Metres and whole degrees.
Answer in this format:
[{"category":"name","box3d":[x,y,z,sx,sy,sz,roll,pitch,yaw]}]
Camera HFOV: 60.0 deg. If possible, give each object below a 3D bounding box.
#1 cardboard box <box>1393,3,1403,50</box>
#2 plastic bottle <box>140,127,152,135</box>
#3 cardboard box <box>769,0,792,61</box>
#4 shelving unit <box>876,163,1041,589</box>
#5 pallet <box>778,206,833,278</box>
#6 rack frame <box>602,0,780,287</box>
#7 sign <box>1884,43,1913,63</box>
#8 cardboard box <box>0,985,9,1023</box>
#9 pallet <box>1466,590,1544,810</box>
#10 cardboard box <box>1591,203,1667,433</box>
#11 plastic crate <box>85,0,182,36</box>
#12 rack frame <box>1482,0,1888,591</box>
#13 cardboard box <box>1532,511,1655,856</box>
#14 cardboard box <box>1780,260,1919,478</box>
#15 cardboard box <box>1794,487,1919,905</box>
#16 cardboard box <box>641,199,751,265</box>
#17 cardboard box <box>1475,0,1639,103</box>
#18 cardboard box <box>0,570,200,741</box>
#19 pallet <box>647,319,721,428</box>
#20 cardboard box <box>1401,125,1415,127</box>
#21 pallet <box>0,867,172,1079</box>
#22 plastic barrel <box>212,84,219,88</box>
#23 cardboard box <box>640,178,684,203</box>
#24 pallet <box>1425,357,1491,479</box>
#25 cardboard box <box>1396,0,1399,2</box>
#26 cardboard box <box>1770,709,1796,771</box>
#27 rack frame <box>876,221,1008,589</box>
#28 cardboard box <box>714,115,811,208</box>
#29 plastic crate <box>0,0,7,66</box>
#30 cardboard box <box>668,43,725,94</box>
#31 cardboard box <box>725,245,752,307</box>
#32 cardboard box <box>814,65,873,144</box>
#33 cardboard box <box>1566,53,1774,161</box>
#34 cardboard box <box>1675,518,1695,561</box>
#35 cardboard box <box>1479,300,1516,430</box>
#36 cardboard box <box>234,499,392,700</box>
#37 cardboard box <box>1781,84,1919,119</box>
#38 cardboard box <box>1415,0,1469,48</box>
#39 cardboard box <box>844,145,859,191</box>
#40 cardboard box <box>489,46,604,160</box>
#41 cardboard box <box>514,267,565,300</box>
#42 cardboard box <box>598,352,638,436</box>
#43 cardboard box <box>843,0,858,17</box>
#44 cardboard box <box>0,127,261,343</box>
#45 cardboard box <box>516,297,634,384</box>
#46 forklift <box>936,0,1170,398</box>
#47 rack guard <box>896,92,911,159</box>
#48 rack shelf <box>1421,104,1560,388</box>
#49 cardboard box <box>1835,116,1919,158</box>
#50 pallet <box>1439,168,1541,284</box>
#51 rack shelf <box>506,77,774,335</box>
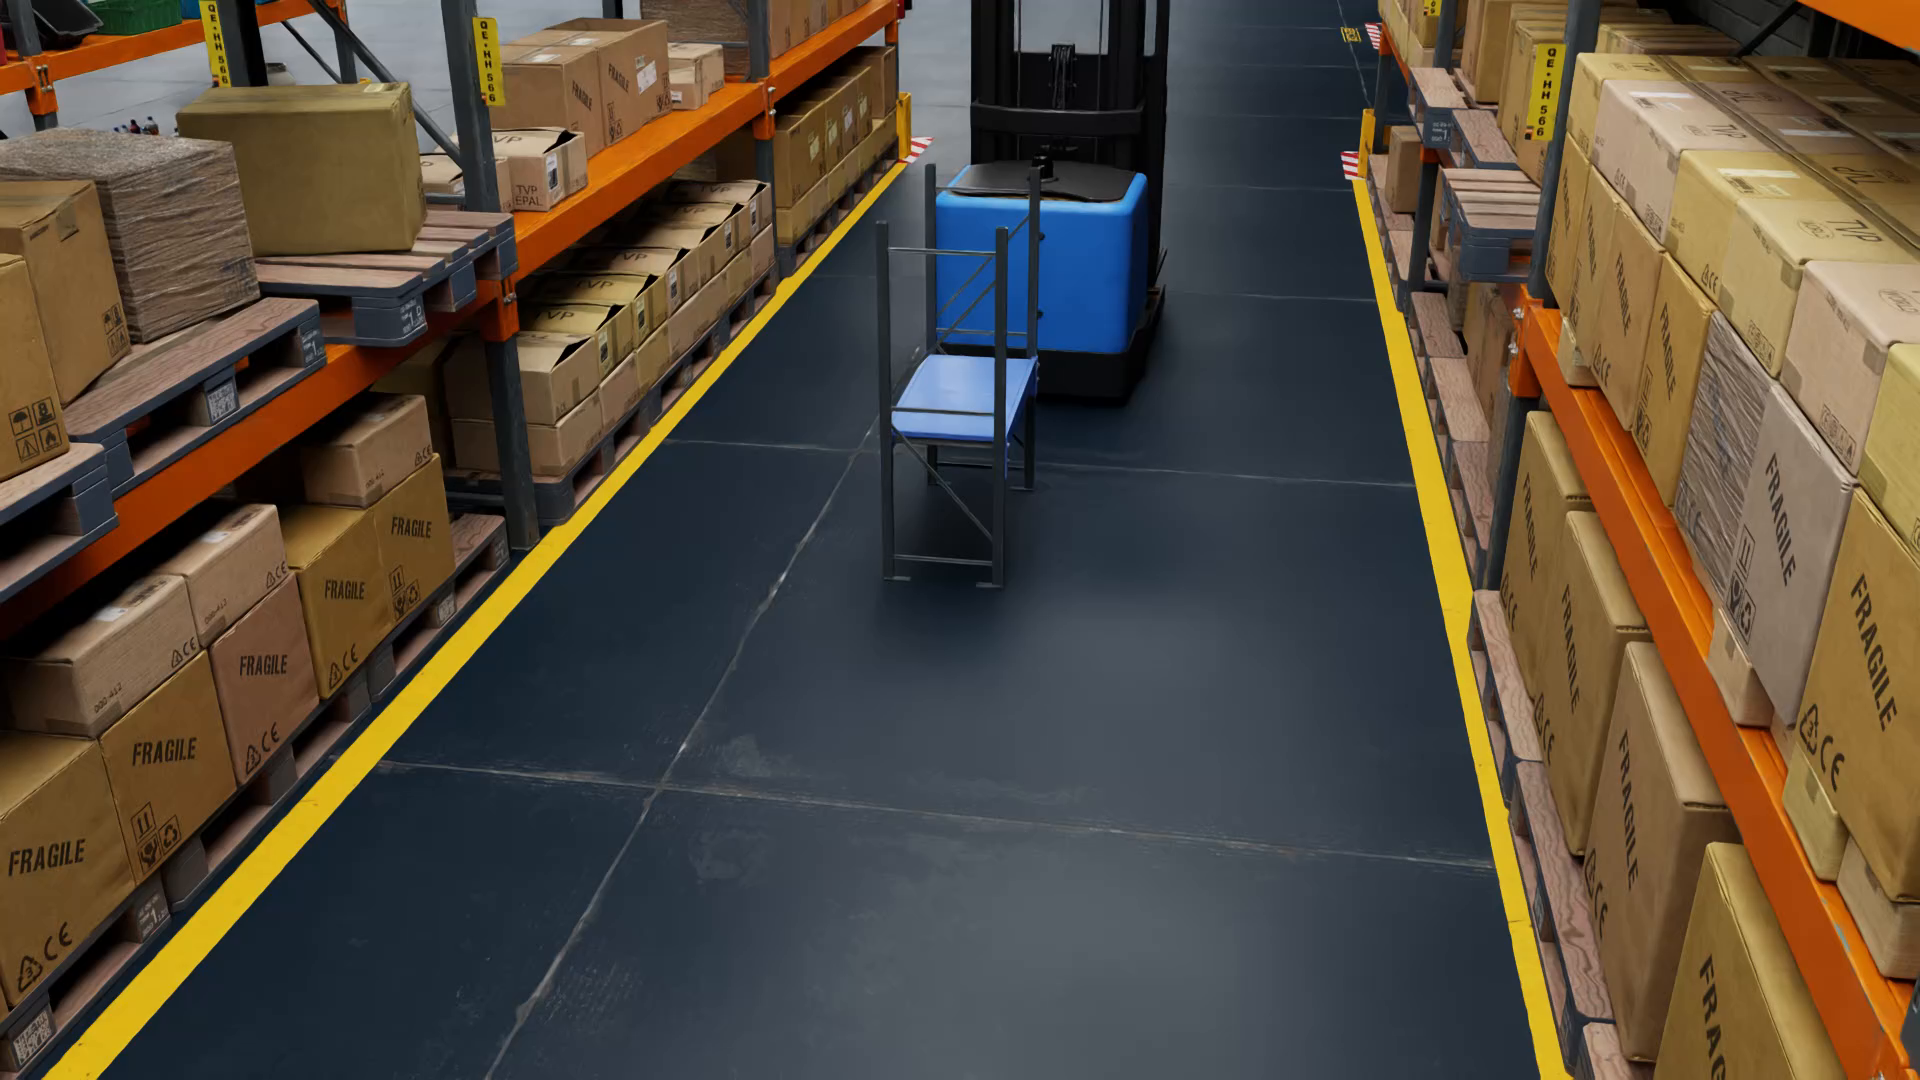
[{"category":"cardboard box","box3d":[3.228,-3.483,11.306,0.500,0.250,0.500,4,25,9]},{"category":"plastic bottle","box3d":[-6.529,-3.204,13.339,0.097,0.201,0.097,0,25,0]},{"category":"cardboard box","box3d":[-1.529,-3.487,11.044,0.700,0.500,0.500,4,25,8]},{"category":"shelving unit","box3d":[0.014,-0.715,7.008,0.538,1.500,1.048,4,25,9]},{"category":"pallet","box3d":[-1.504,-2.102,11.491,1.003,0.211,1.213,4,25,9]},{"category":"rack frame","box3d":[-1.676,-3.035,10.195,1.000,3.000,0.127,4,25,9]},{"category":"sign","box3d":[3.107,-1.507,5.567,0.100,0.325,0.005,4,25,9]},{"category":"cardboard box","box3d":[-2.663,1.059,3.880,0.500,0.500,0.500,3,25,6]},{"category":"pallet","box3d":[2.355,0.567,5.789,1.003,0.211,1.213,4,25,9]},{"category":"cardboard box","box3d":[2.050,-0.598,4.497,0.500,0.500,0.500,4,25,8]},{"category":"plastic crate","box3d":[-6.061,-3.832,12.148,0.450,0.188,0.662,4,25,9]},{"category":"rack frame","box3d":[2.558,-1.020,5.891,1.000,3.000,0.127,4,25,9]},{"category":"cardboard box","box3d":[2.159,0.428,4.839,0.750,0.750,0.750,4,25,8]},{"category":"cardboard box","box3d":[1.822,-0.302,2.980,0.500,0.250,0.500,5,25,10]},{"category":"cardboard box","box3d":[1.732,0.253,2.678,0.500,0.500,0.500,4,25,8]},{"category":"cardboard box","box3d":[-1.538,-1.826,9.700,0.500,0.311,0.500,5,25,10]},{"category":"cardboard box","box3d":[2.997,-2.494,8.403,0.700,0.500,0.500,7,26,14]},{"category":"cardboard box","box3d":[-2.500,0.301,4.614,0.500,0.250,0.500,4,25,9]},{"category":"pallet","box3d":[-1.954,-0.949,9.029,1.003,0.211,1.213,4,25,9]},{"category":"cardboard box","box3d":[3.664,-3.064,12.911,0.500,0.311,0.500,1,25,3]},{"category":"pallet","box3d":[-2.887,1.231,4.371,1.003,0.211,1.213,4,25,9]},{"category":"plastic barrel","box3d":[-6.022,-3.626,13.897,0.421,0.512,0.421,0,25,0]},{"category":"cardboard box","box3d":[-1.989,-2.078,10.238,0.500,0.311,0.500,4,25,9]},{"category":"pallet","box3d":[2.889,-0.593,8.267,1.003,0.211,1.213,4,25,9]},{"category":"cardboard box","box3d":[3.310,-4.046,11.625,0.500,0.500,0.500,3,25,7]},{"category":"cardboard box","box3d":[1.785,0.384,3.164,0.380,0.149,0.250,5,26,10]},{"category":"rack frame","box3d":[-0.069,-0.502,6.554,0.500,1.500,0.032,4,25,9]},{"category":"cardboard box","box3d":[-1.291,-2.492,10.898,0.500,0.500,0.500,4,25,9]},{"category":"plastic crate","box3d":[-6.339,-3.185,10.440,0.402,0.464,0.583,4,25,9]},{"category":"cardboard box","box3d":[-1.713,-2.758,9.781,0.500,0.250,0.500,6,26,12]},{"category":"cardboard box","box3d":[-1.542,-1.575,9.824,0.500,0.250,0.500,4,25,8]},{"category":"cardboard box","box3d":[-0.965,-3.328,12.685,0.500,0.500,0.500,4,25,9]},{"category":"cardboard box","box3d":[2.225,-1.365,5.251,0.500,0.250,0.500,5,25,10]},{"category":"cardboard box","box3d":[1.986,-0.042,4.074,0.380,0.149,0.250,5,26,10]},{"category":"cardboard box","box3d":[2.877,-0.809,7.870,0.700,0.500,0.500,4,25,8]},{"category":"cardboard box","box3d":[-2.335,0.195,5.725,0.500,0.500,0.500,3,25,7]},{"category":"cardboard box","box3d":[2.652,-1.125,4.738,0.500,0.250,0.500,3,25,7]},{"category":"cardboard box","box3d":[2.984,-3.193,9.802,0.500,0.500,0.500,4,25,8]},{"category":"cardboard box","box3d":[-1.051,-2.780,12.398,0.500,0.250,0.500,4,25,9]},{"category":"cardboard box","box3d":[-2.071,-2.110,8.102,0.500,0.500,0.500,3,25,6]},{"category":"cardboard box","box3d":[-2.323,-1.226,8.417,0.500,0.311,0.500,4,25,8]},{"category":"cardboard box","box3d":[-1.873,-0.716,7.989,0.500,0.250,0.500,3,25,7]},{"category":"cardboard box","box3d":[-1.192,-4.339,12.863,0.700,0.500,0.500,5,25,10]},{"category":"cardboard box","box3d":[-2.659,-0.957,5.143,0.700,0.500,0.500,9,27,18]},{"category":"cardboard box","box3d":[-1.876,-0.980,7.891,0.500,0.311,0.500,3,25,7]},{"category":"forklift","box3d":[0.654,-2.669,9.494,1.130,2.935,3.031,5,26,11]},{"category":"rack guard","box3d":[-1.018,-3.586,14.321,1.175,0.500,0.348,4,25,9]},{"category":"rack shelf","box3d":[2.885,-1.531,7.831,1.077,0.370,4.000,4,25,9]},{"category":"cardboard box","box3d":[2.565,-0.911,4.280,0.500,0.250,0.500,3,25,7]},{"category":"pallet","box3d":[2.570,-1.239,6.584,1.213,0.211,1.003,4,25,9]},{"category":"rack shelf","box3d":[-2.002,-1.872,8.561,1.077,0.370,4.000,4,25,9]}]
